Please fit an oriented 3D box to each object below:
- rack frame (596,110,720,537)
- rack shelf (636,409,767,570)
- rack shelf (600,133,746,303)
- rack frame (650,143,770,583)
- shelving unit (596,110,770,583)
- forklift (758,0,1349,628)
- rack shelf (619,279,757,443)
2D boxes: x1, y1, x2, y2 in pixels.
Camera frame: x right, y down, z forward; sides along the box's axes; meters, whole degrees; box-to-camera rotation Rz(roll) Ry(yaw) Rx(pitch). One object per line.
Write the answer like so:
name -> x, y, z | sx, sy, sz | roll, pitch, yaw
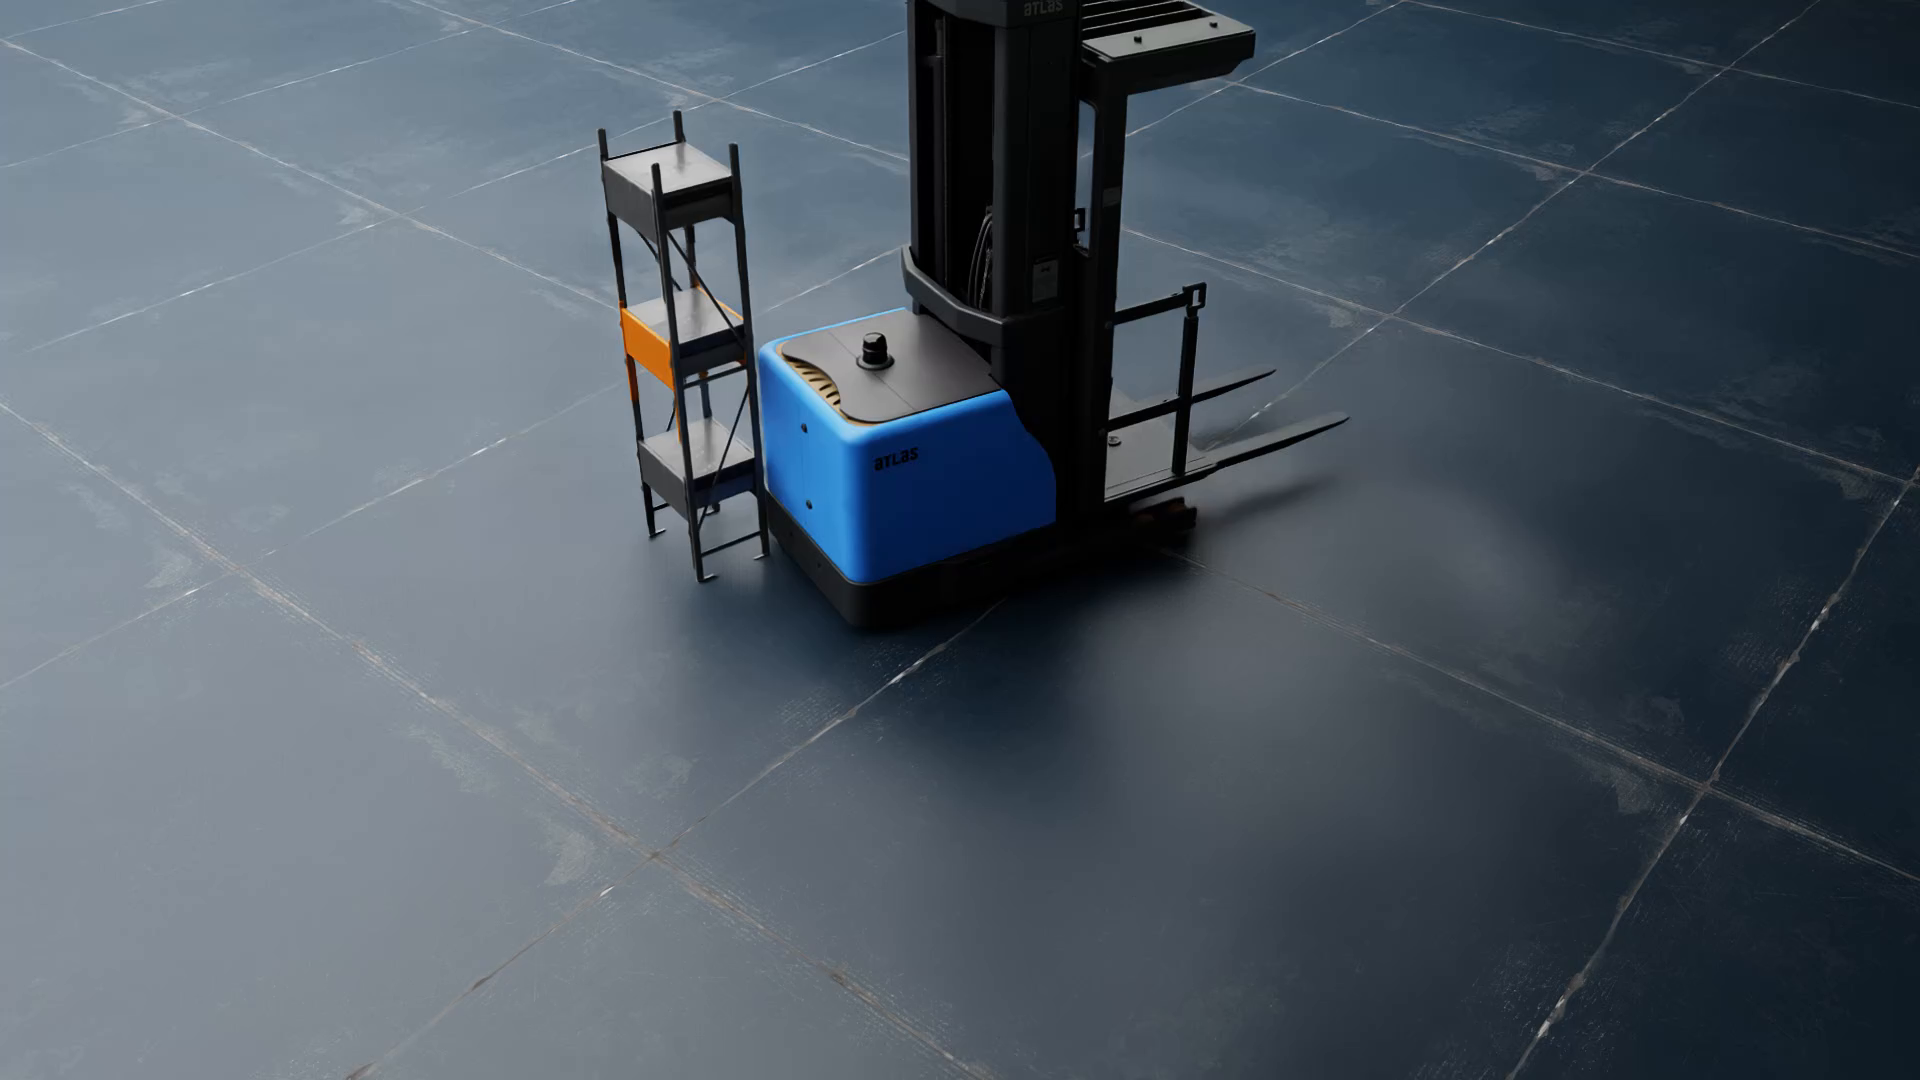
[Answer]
rack frame -> -1.385, -0.950, 7.778 | 0.400, 2.100, 0.015 | -23, 40, -29
rack shelf -> -1.240, -0.250, 8.020 | 0.431, 0.518, 0.480 | -23, 40, -29
rack shelf -> -1.240, -1.404, 7.228 | 0.431, 0.518, 0.480 | -23, 40, -29
rack frame -> -1.095, -0.728, 7.455 | 0.400, 2.100, 0.015 | -23, 40, -29
shelving unit -> -1.240, -0.839, 7.616 | 0.431, 2.100, 0.503 | -23, 40, -29
forklift -> 0.587, -1.413, 7.718 | 3.031, 2.935, 1.130 | -18, 38, -24
rack shelf -> -1.240, -0.827, 7.624 | 0.431, 0.518, 0.480 | -23, 40, -29
